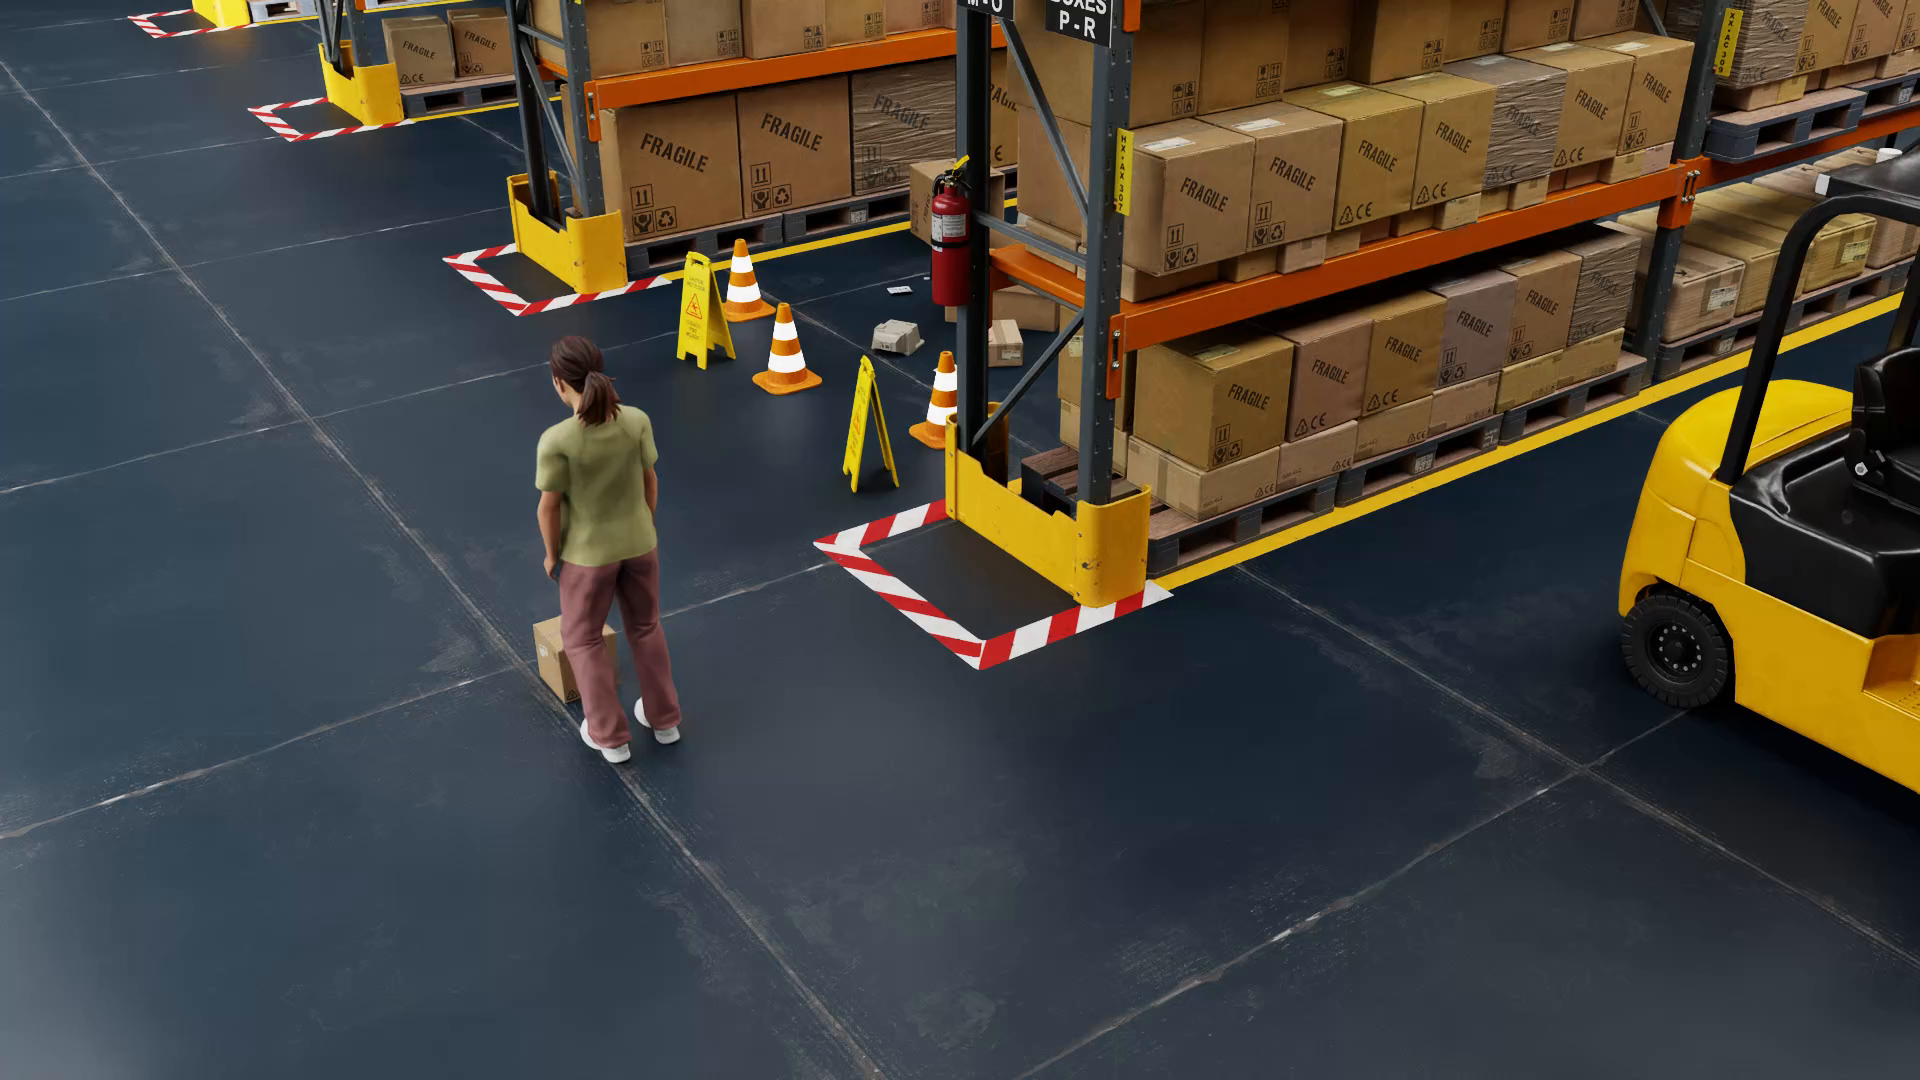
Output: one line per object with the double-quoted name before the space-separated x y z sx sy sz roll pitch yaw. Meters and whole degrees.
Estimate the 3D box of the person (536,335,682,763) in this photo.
"person" -1.294 0.052 6.052 0.455 1.662 0.347 -18 33 -29
